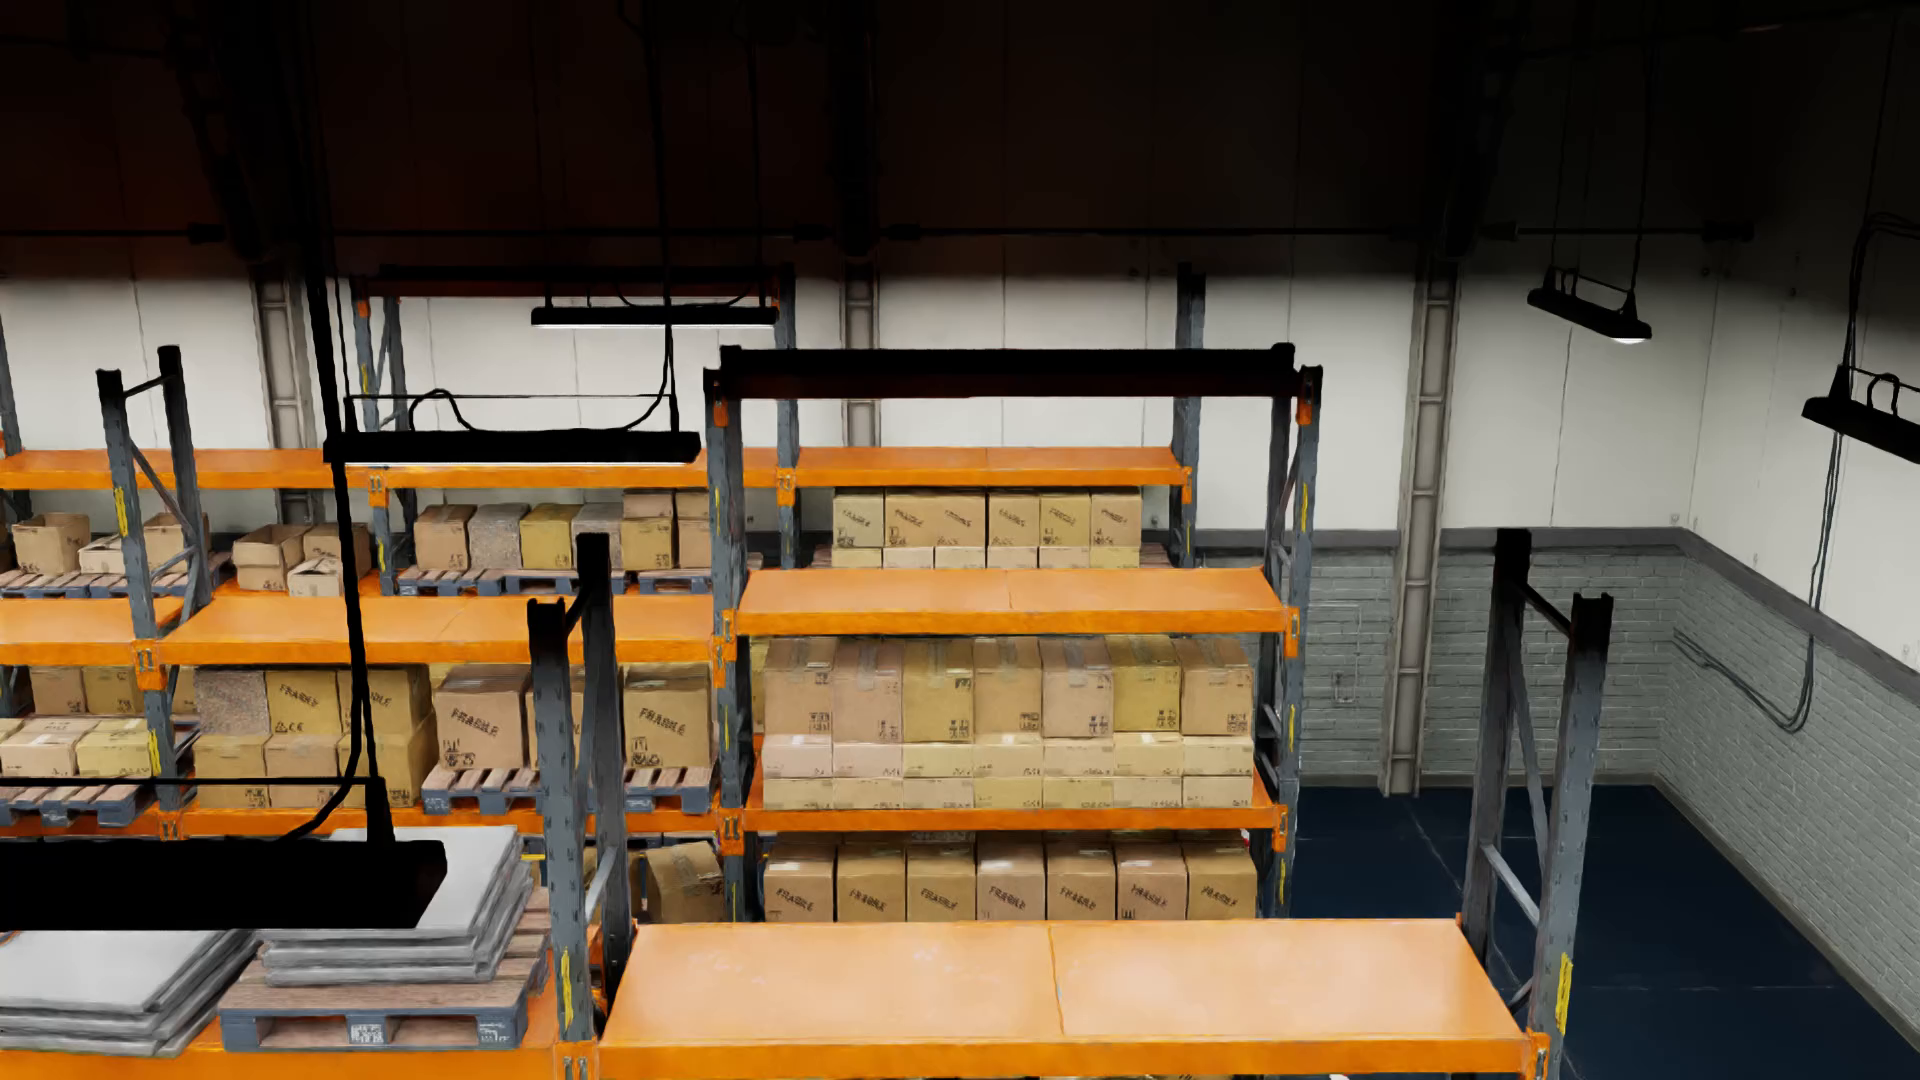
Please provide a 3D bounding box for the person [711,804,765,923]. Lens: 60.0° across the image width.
[{"bbox_3d":[-2.109,2.958,15.353,1.042,1.716,0.591,0,16,-2],"label":"person"}]
